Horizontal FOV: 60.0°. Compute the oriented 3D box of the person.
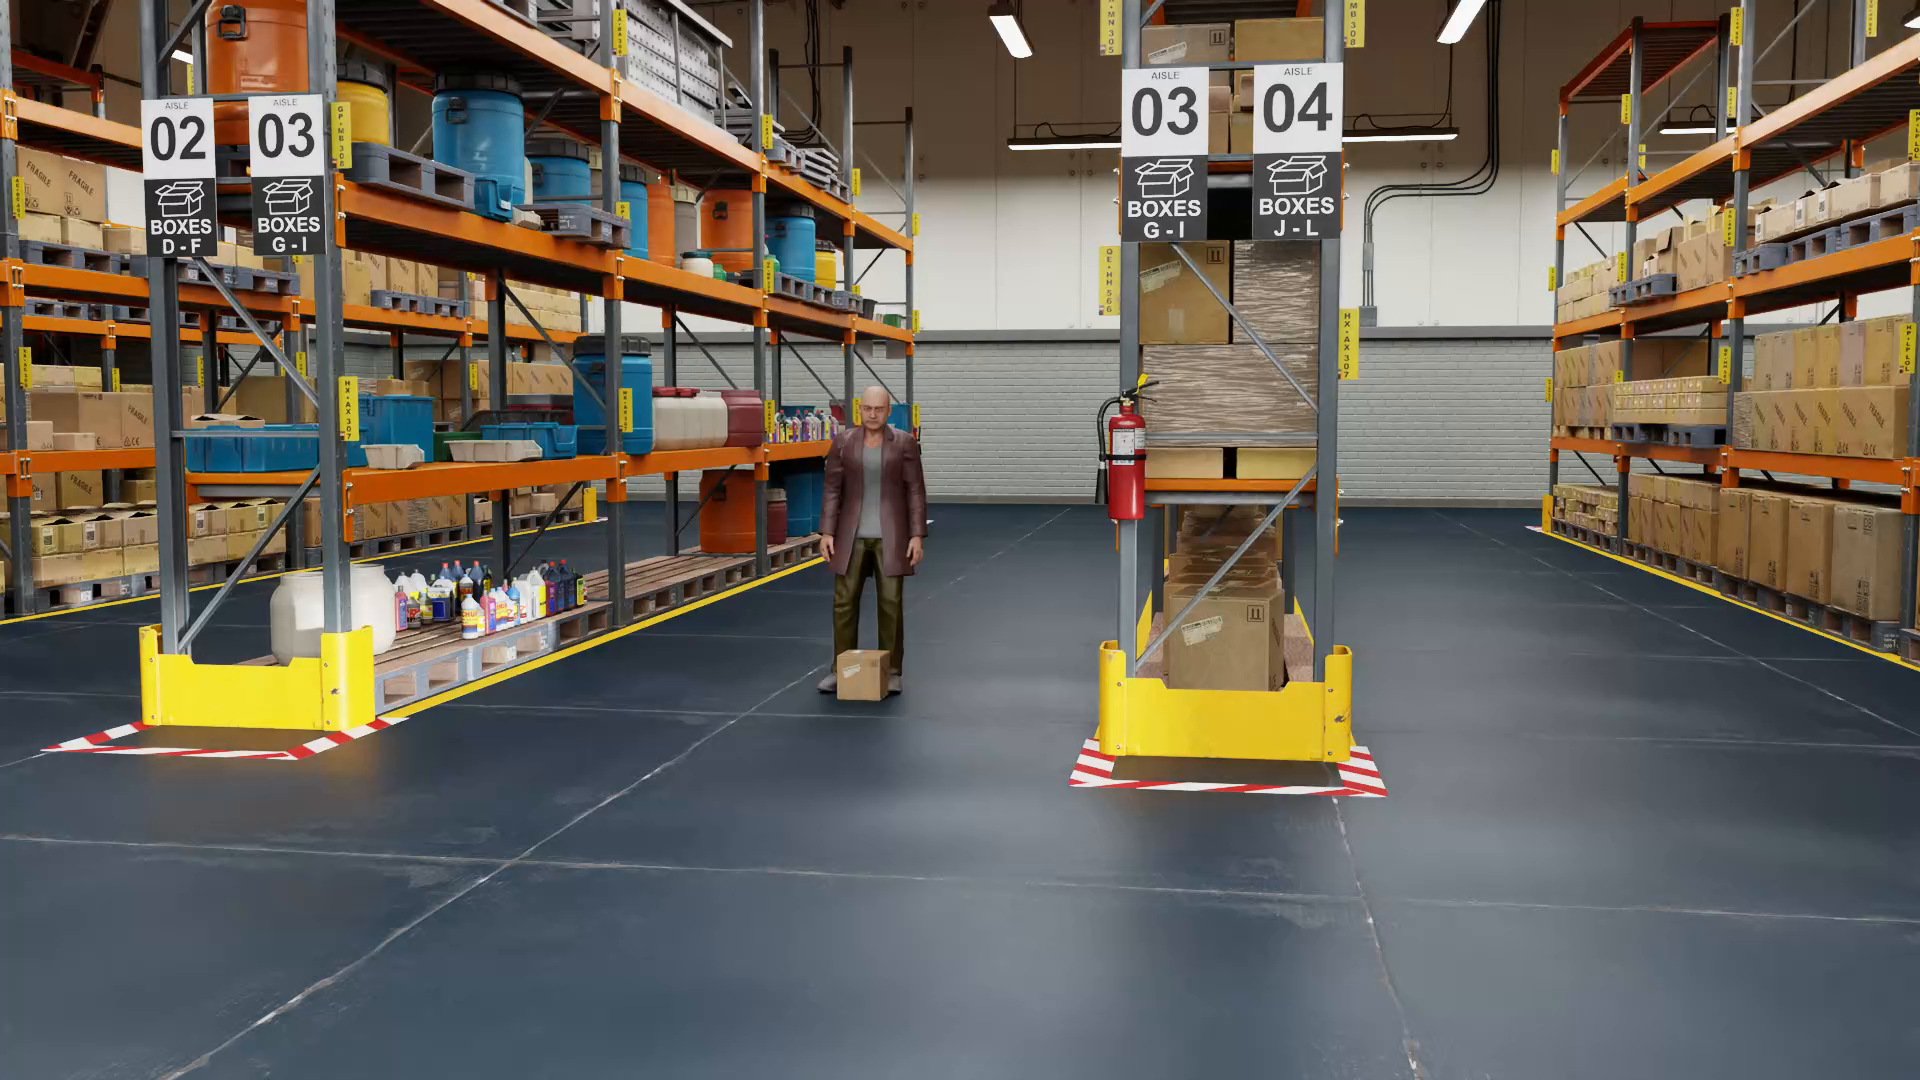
[{"bbox_3d":[-0.508,-0.008,9.690,0.648,1.772,0.429,0,4,5],"label":"person"}]
